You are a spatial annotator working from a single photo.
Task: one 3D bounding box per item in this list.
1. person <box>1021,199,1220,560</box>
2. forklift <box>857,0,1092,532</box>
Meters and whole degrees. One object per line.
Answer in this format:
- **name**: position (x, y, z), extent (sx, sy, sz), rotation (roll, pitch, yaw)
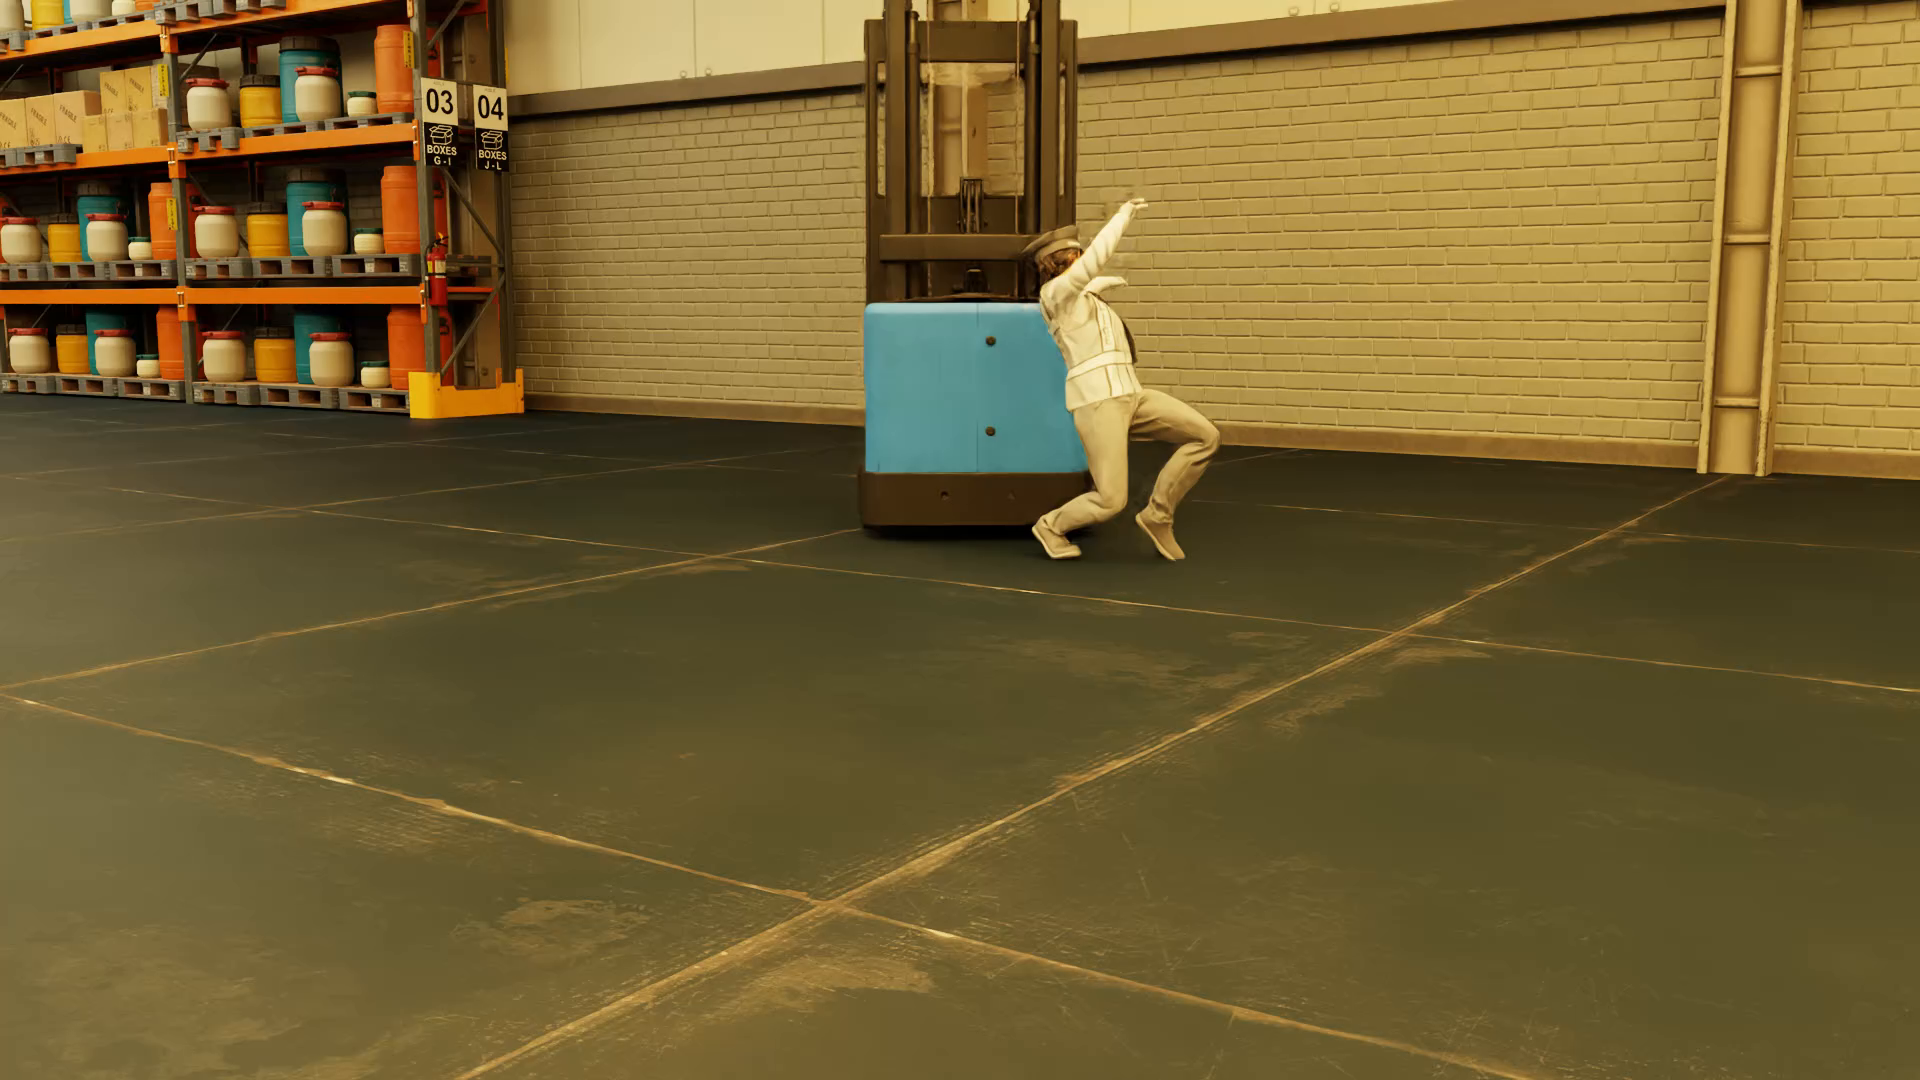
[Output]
- **person**: position (0.746, -0.673, 7.120), extent (0.826, 1.522, 1.015), rotation (4, 9, 26)
- **forklift**: position (0.052, -1.659, 8.857), extent (1.130, 2.935, 3.031), rotation (0, 8, -1)
